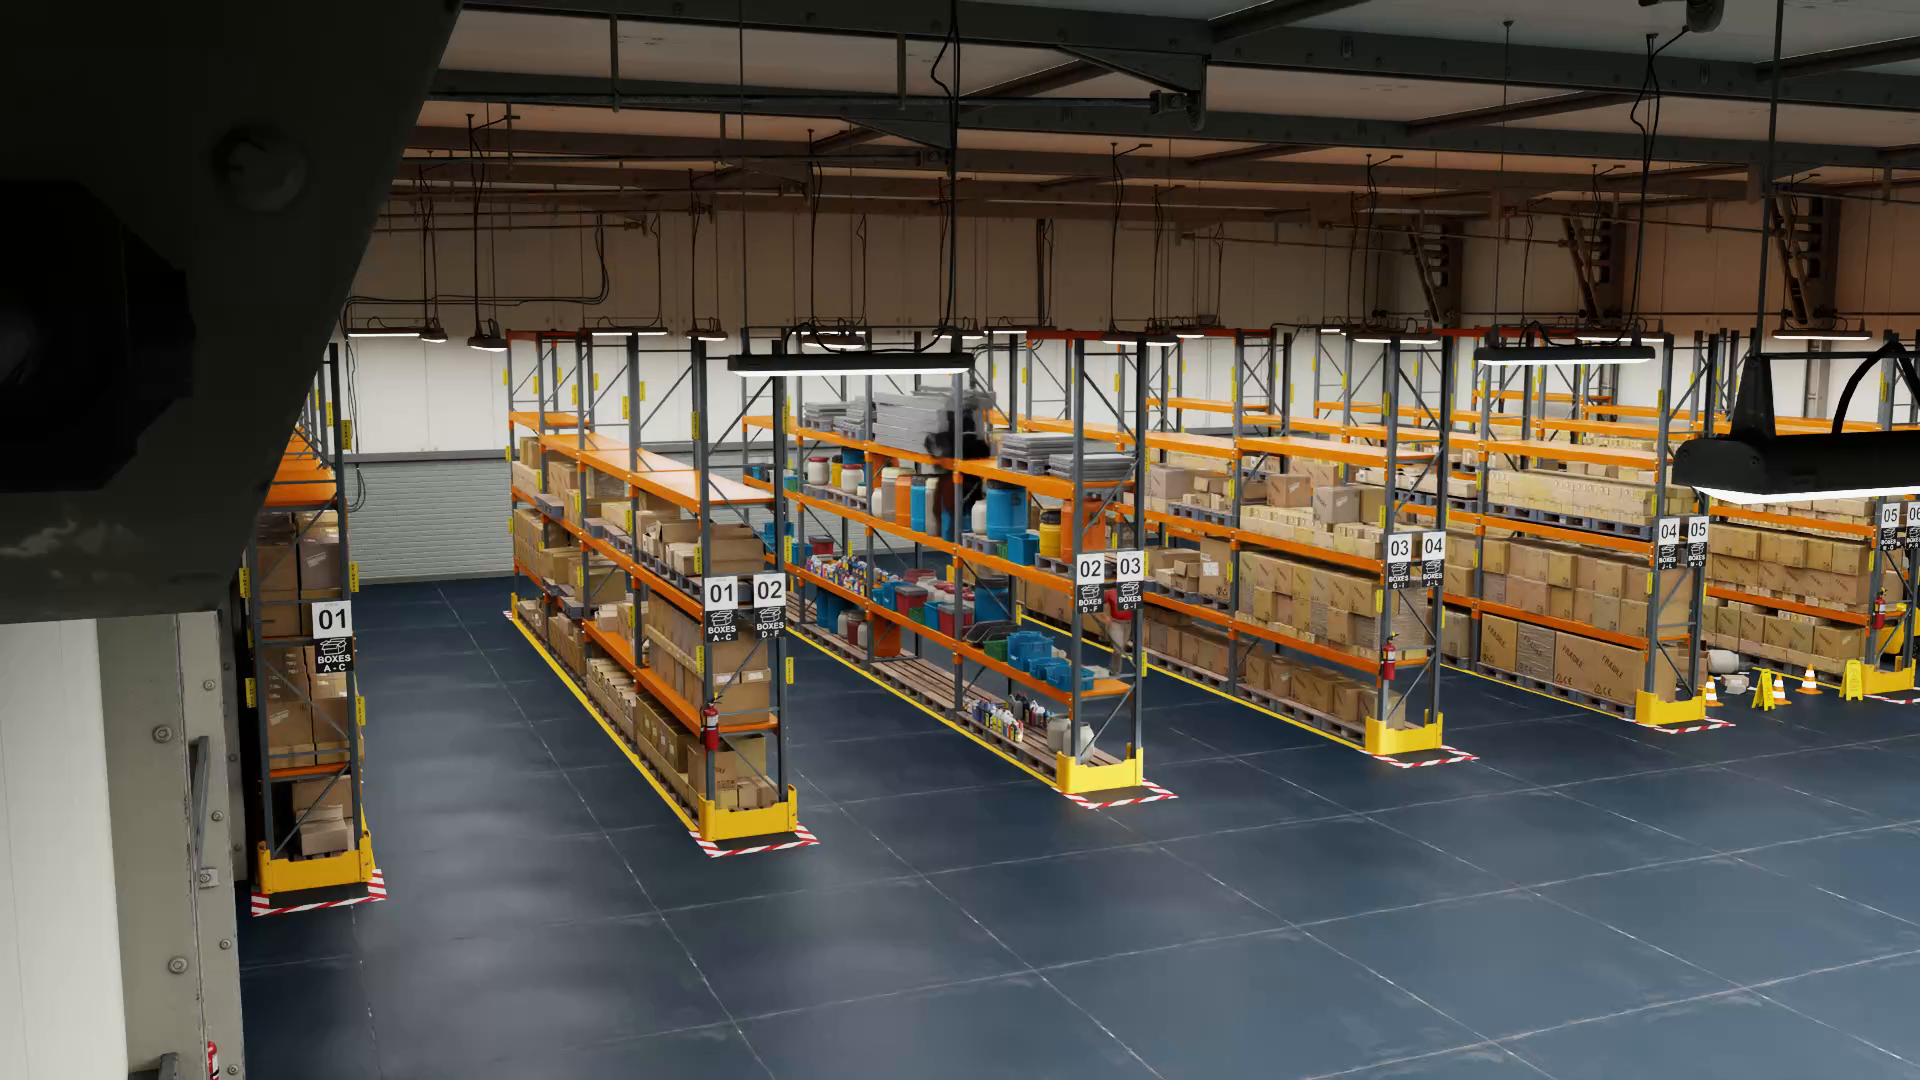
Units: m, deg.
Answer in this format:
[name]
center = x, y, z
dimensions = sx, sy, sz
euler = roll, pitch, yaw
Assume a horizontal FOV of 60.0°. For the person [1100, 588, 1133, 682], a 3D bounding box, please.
[person]
center = 2.659, 1.510, 27.386
dimensions = 0.637, 1.856, 0.693
euler = -5, 9, -32
